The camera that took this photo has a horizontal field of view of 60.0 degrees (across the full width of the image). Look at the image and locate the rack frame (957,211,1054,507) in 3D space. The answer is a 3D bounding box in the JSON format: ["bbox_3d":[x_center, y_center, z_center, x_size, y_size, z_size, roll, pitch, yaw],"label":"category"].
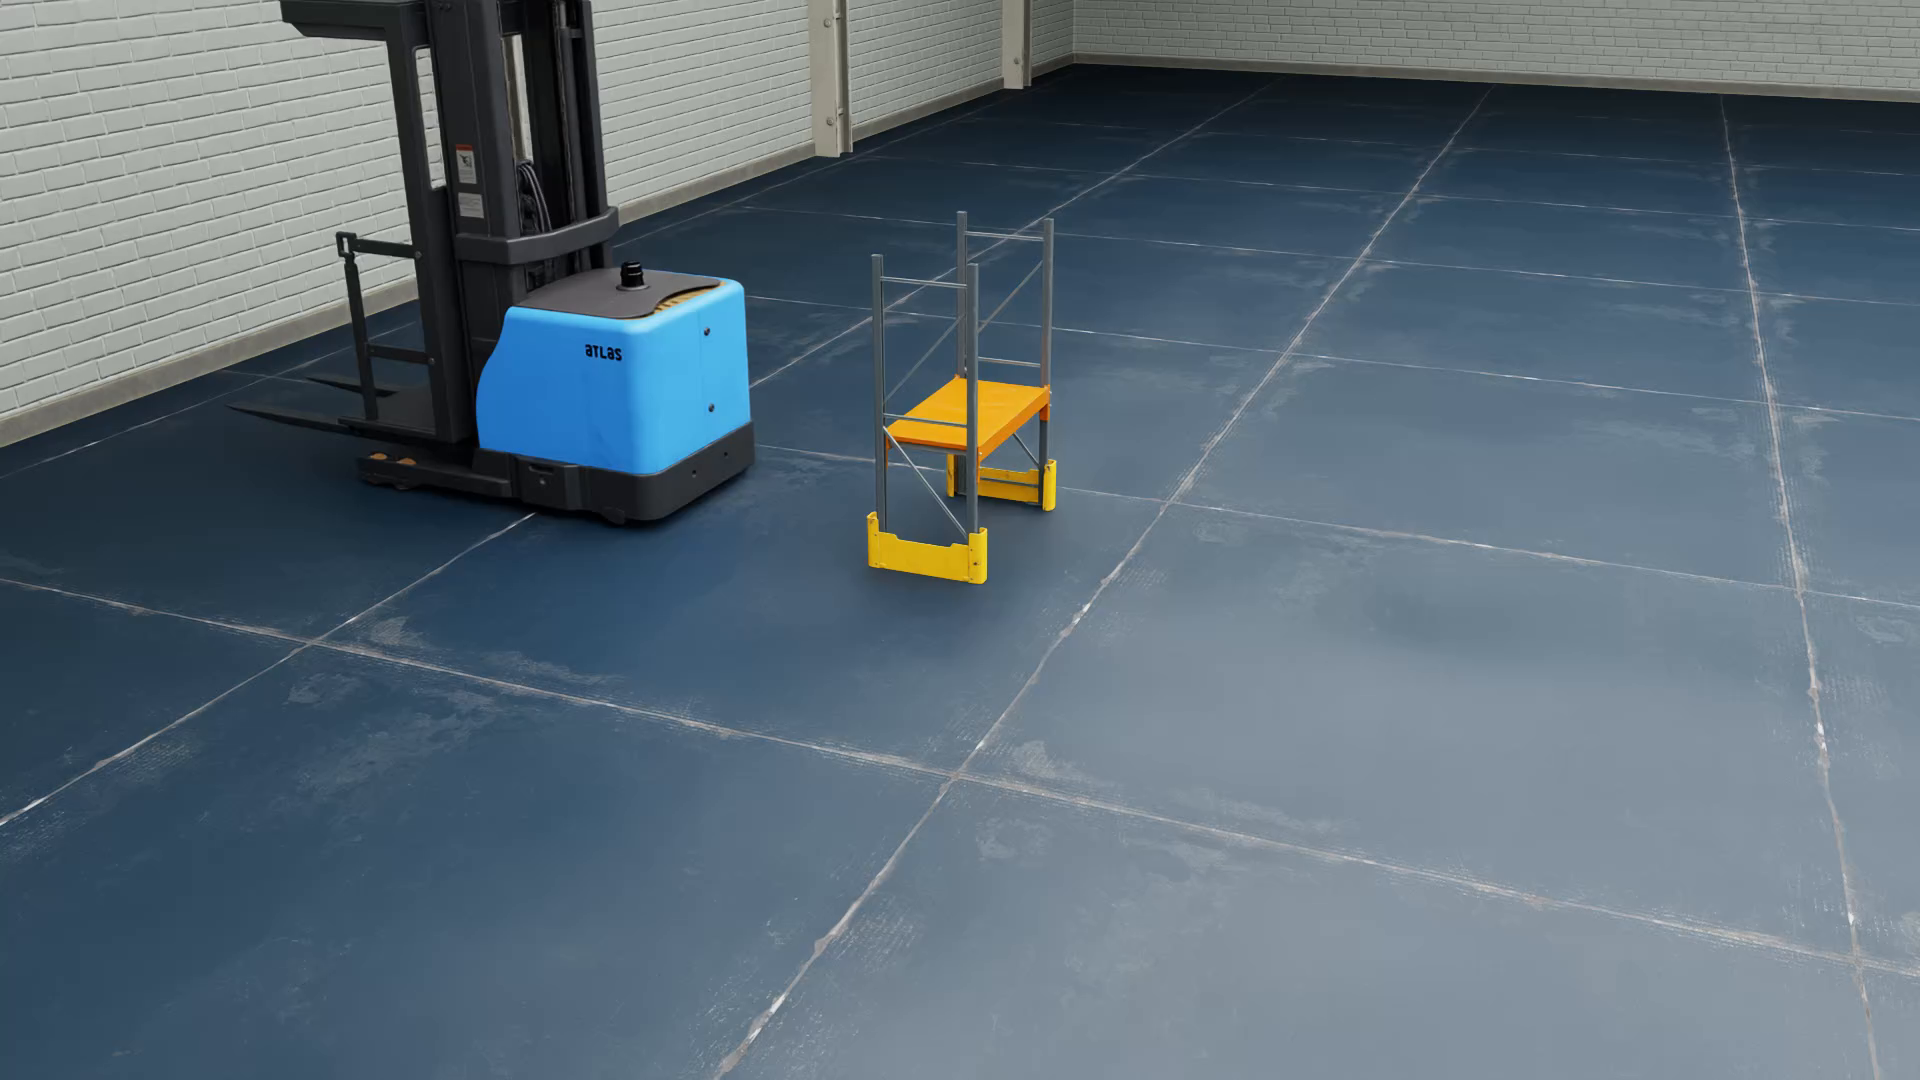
[{"bbox_3d":[0.221,-0.904,8.470,0.500,1.500,0.032,9,24,20],"label":"rack frame"}]

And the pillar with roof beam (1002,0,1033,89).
[{"bbox_3d":[4.804,-10.006,20.529,9.100,9.000,0.400,9,24,20],"label":"pillar with roof beam"}]

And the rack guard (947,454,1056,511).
[{"bbox_3d":[0.213,-0.321,8.694,0.587,0.250,0.087,9,24,20],"label":"rack guard"}]

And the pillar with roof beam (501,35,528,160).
[{"bbox_3d":[0.346,-5.712,10.249,9.100,9.000,0.400,9,24,20],"label":"pillar with roof beam"}]

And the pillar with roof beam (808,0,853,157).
[{"bbox_3d":[2.575,-7.859,15.389,9.100,9.000,0.400,9,24,20],"label":"pillar with roof beam"}]

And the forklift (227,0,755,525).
[{"bbox_3d":[-2.681,-1.793,8.739,3.031,2.935,1.130,10,25,22],"label":"forklift"}]

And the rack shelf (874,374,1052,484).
[{"bbox_3d":[0.032,-0.557,8.103,0.538,0.185,1.000,9,24,20],"label":"rack shelf"}]

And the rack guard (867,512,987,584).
[{"bbox_3d":[-0.157,0.036,7.840,0.587,0.250,0.087,9,24,20],"label":"rack guard"}]

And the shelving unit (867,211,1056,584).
[{"bbox_3d":[0.028,-0.719,8.026,0.587,1.500,1.083,9,24,20],"label":"shelving unit"}]

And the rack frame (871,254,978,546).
[{"bbox_3d":[-0.157,-0.541,7.599,0.500,1.500,0.032,9,24,20],"label":"rack frame"}]
